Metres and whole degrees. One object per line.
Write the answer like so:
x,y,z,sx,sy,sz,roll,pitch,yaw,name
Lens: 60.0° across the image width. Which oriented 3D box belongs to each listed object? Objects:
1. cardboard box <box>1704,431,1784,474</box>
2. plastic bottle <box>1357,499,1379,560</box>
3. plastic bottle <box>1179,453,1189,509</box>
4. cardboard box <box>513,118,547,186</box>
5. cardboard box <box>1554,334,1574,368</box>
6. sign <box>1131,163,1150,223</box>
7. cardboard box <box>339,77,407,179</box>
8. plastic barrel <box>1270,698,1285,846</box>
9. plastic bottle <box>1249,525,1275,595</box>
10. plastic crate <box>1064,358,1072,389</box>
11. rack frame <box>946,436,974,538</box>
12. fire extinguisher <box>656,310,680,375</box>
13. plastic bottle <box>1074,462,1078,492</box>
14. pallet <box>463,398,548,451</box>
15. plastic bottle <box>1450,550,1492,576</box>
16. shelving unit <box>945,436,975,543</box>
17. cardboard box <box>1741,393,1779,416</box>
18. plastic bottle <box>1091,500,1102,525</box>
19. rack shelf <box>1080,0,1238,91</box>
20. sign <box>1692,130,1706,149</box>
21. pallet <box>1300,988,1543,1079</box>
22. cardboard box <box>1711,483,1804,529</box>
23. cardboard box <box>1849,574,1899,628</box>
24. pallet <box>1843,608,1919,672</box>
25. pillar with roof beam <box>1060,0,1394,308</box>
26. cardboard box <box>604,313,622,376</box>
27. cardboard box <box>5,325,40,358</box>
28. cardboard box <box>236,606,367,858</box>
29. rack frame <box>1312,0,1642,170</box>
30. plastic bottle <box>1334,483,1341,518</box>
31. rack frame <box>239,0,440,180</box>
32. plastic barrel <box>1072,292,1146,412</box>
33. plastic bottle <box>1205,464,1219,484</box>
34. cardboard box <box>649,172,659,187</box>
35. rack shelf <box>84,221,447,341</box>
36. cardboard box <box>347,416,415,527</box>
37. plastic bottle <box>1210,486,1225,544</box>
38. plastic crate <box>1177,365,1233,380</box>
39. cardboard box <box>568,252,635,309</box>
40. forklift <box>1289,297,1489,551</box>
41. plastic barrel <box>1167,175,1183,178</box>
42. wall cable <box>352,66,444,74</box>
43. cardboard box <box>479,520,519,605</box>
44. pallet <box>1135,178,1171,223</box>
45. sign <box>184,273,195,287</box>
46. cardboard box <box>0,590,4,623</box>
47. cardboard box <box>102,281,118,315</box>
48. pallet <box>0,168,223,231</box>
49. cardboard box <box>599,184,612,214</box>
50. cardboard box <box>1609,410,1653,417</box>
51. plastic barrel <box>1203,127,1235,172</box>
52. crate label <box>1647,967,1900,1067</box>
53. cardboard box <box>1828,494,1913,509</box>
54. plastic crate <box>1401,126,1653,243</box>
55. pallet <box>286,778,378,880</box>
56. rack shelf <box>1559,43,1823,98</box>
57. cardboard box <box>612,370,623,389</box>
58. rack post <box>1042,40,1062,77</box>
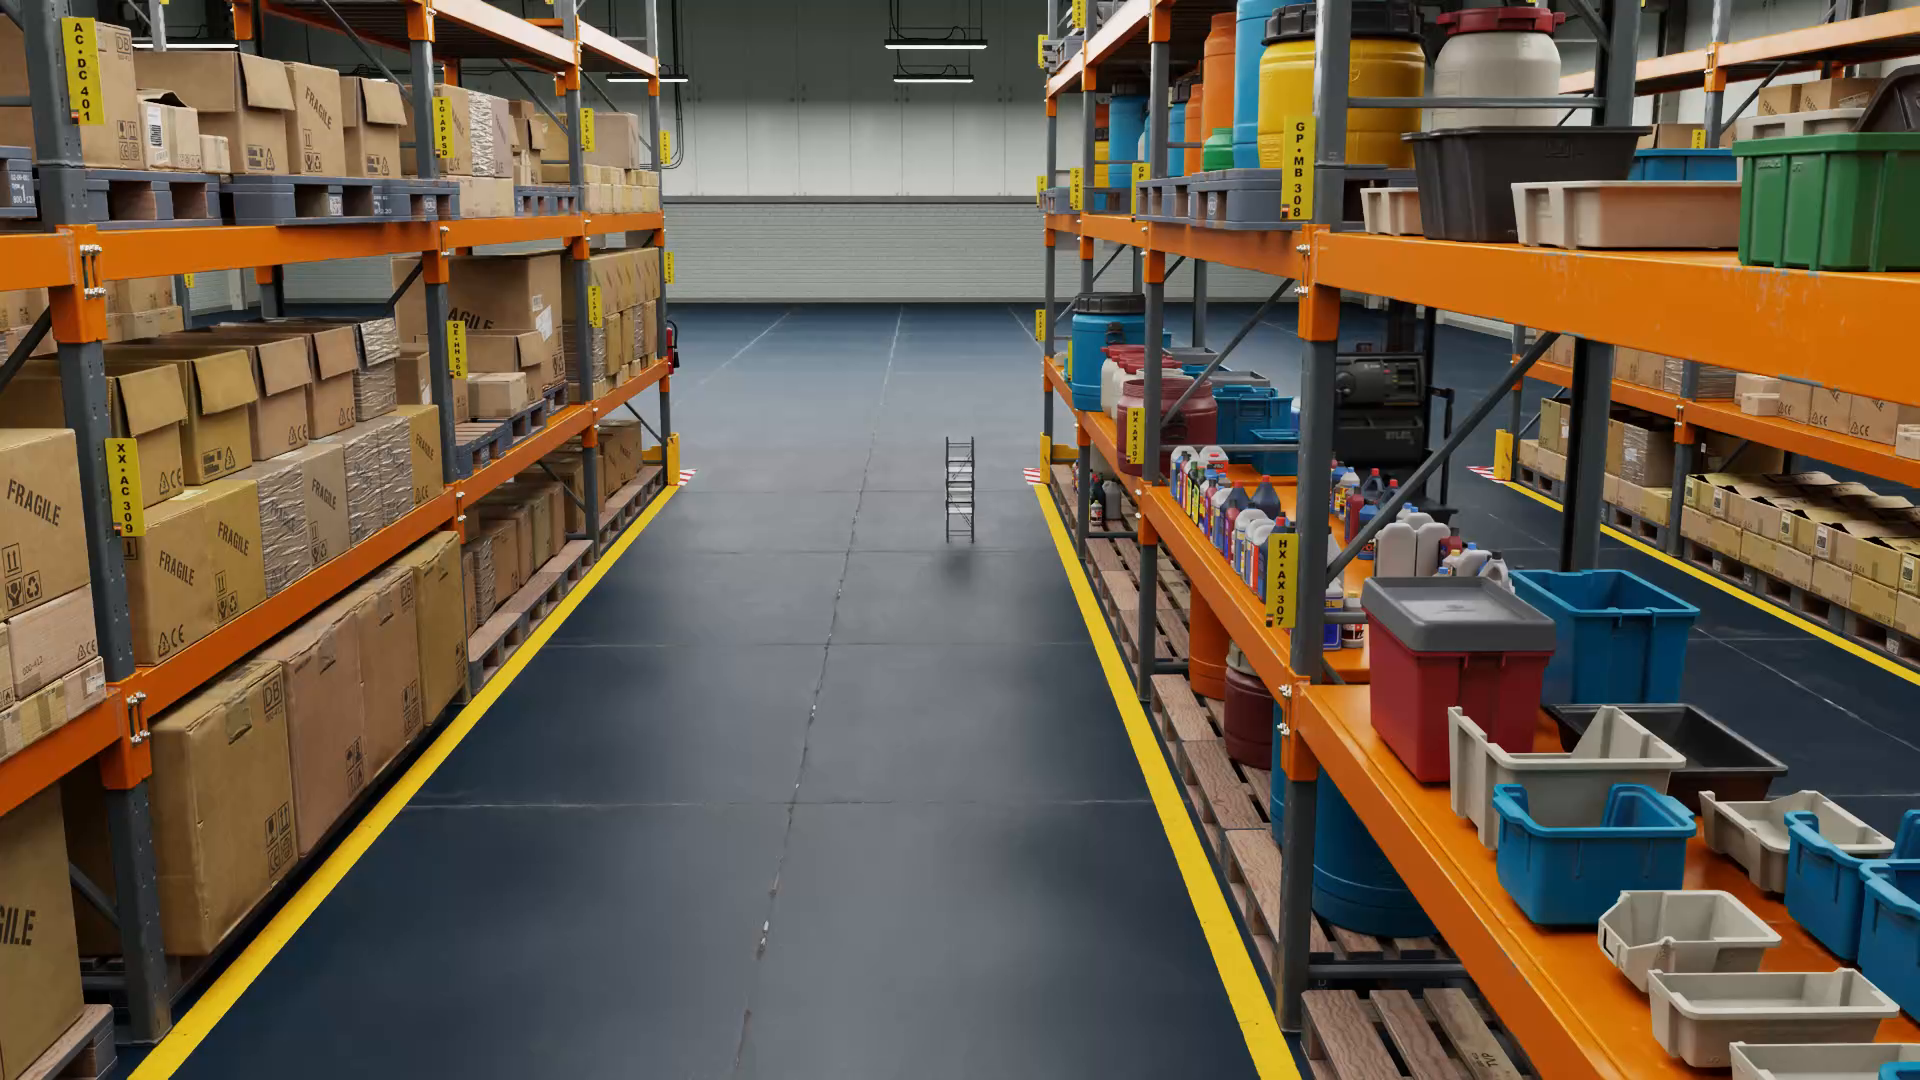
6.732,-0.657,14.225,0.500,0.500,0.500,0,11,-1,cardboard box
1.865,-0.050,7.583,0.097,0.271,0.097,0,11,0,plastic bottle
1.205,-0.313,8.849,0.061,0.283,0.133,0,11,-1,plastic bottle
-3.565,-2.930,12.598,0.797,0.503,0.637,-1,11,-4,cardboard box
6.358,-1.984,16.545,0.700,0.500,0.500,0,11,0,cardboard box
1.009,-1.938,9.286,0.100,0.325,0.005,0,11,-1,sign
-3.309,-2.108,8.545,0.797,0.503,0.637,0,11,2,cardboard box
1.632,0.846,7.066,0.600,0.901,0.708,0,11,-1,plastic barrel
1.292,0.083,6.916,0.152,0.276,0.135,0,11,-1,plastic bottle
1.182,-1.464,14.604,0.499,0.251,0.616,0,11,-1,plastic crate
-0.002,-0.460,14.561,0.240,0.900,0.006,0,11,-1,rack frame
-3.100,-2.079,17.459,0.296,0.674,0.183,0,11,-1,fire extinguisher
1.106,-0.591,15.651,0.061,0.283,0.133,0,11,0,plastic bottle
-3.475,-0.802,11.449,1.003,0.211,1.213,0,11,-1,pallet
2.005,0.167,6.504,0.152,0.276,0.135,0,11,-1,plastic bottle
0.000,-0.439,14.462,0.258,0.900,0.210,0,11,-1,shelving unit
6.242,-1.037,12.760,0.380,0.149,0.250,0,11,-1,cardboard box
1.157,-0.233,14.094,0.097,0.201,0.097,0,11,0,plastic bottle
1.517,-3.312,11.066,1.077,0.370,4.000,0,11,-1,rack shelf
5.873,-3.097,13.237,0.100,0.325,0.005,0,11,-1,sign
1.695,1.785,5.230,1.003,0.211,1.213,0,11,-1,pallet
6.193,-0.288,12.883,0.500,0.311,0.500,0,11,-2,cardboard box
6.242,0.393,10.935,0.500,0.250,0.500,0,11,-2,cardboard box
6.533,0.660,10.773,1.003,0.211,1.213,0,11,-1,pallet
7.253,-10.904,45.673,9.100,9.000,0.548,0,11,-1,pillar with roof beam
-3.399,-1.682,14.304,0.875,0.500,0.500,0,11,-1,cardboard box
-8.491,-1.553,14.294,0.875,0.550,0.550,0,11,-1,cardboard box
-3.363,0.823,7.243,1.225,0.875,0.875,-1,11,-3,cardboard box
1.641,-2.668,5.076,1.000,3.000,0.127,0,11,-1,rack frame
1.988,-0.220,8.598,0.097,0.201,0.097,0,11,0,plastic bottle
-3.393,-3.442,8.895,1.000,3.000,0.127,0,11,-1,rack frame
1.181,-1.485,13.076,0.600,0.901,0.708,0,11,-1,plastic barrel
1.290,-0.257,8.607,0.097,0.271,0.097,0,11,0,plastic bottle
-3.241,-3.631,16.741,0.380,0.149,0.250,0,11,-1,cardboard box
-3.352,-1.222,7.305,1.077,0.370,4.000,0,11,-1,rack shelf
-3.131,-0.355,8.514,0.500,0.500,0.500,0,11,-2,cardboard box
1.243,-0.120,7.928,0.097,0.271,0.097,0,11,0,plastic bottle
1.810,-1.092,12.438,0.392,0.384,0.575,0,11,-1,plastic crate
-3.274,-2.371,15.187,0.500,0.500,0.500,0,11,-1,cardboard box
3.612,-1.425,14.212,1.130,2.935,3.031,-2,12,-8,forklift
1.299,-2.177,10.548,0.301,0.262,0.301,0,11,0,plastic barrel
-15.970,-12.348,47.897,3.097,2.526,0.112,0,11,-1,wall cable
-3.470,0.151,11.451,0.700,0.500,0.500,1,11,4,cardboard box
1.477,-1.748,8.560,1.003,0.211,1.213,0,11,-1,pallet
-7.977,-2.775,17.187,0.100,0.325,0.005,0,11,-1,sign
-3.028,0.043,4.547,0.500,0.500,0.500,0,11,-1,cardboard box
-8.571,-2.400,15.753,0.875,0.550,0.550,0,11,-1,cardboard box
-3.379,-1.266,6.190,0.805,0.209,1.217,-1,11,-3,pallet
-3.245,-2.890,14.092,0.500,0.250,0.500,0,11,-2,cardboard box
6.163,-0.953,15.684,0.500,0.500,0.500,0,11,-1,cardboard box
1.351,-1.911,8.224,0.294,0.245,0.294,0,11,0,plastic barrel
1.504,0.893,3.125,0.396,0.136,0.243,0,11,-1,crate label
6.748,-0.189,12.394,0.500,0.311,0.500,0,11,-1,cardboard box
1.393,-0.886,4.164,0.497,0.269,0.590,0,11,-1,plastic crate
-3.430,1.263,7.802,1.003,0.211,1.213,0,11,-1,pallet
6.387,-4.127,15.082,1.077,0.370,4.000,0,11,-1,rack shelf
-3.183,-1.417,14.632,0.380,0.149,0.250,0,11,-1,cardboard box
1.282,-4.657,16.140,0.937,0.300,0.954,1,12,5,rack post
